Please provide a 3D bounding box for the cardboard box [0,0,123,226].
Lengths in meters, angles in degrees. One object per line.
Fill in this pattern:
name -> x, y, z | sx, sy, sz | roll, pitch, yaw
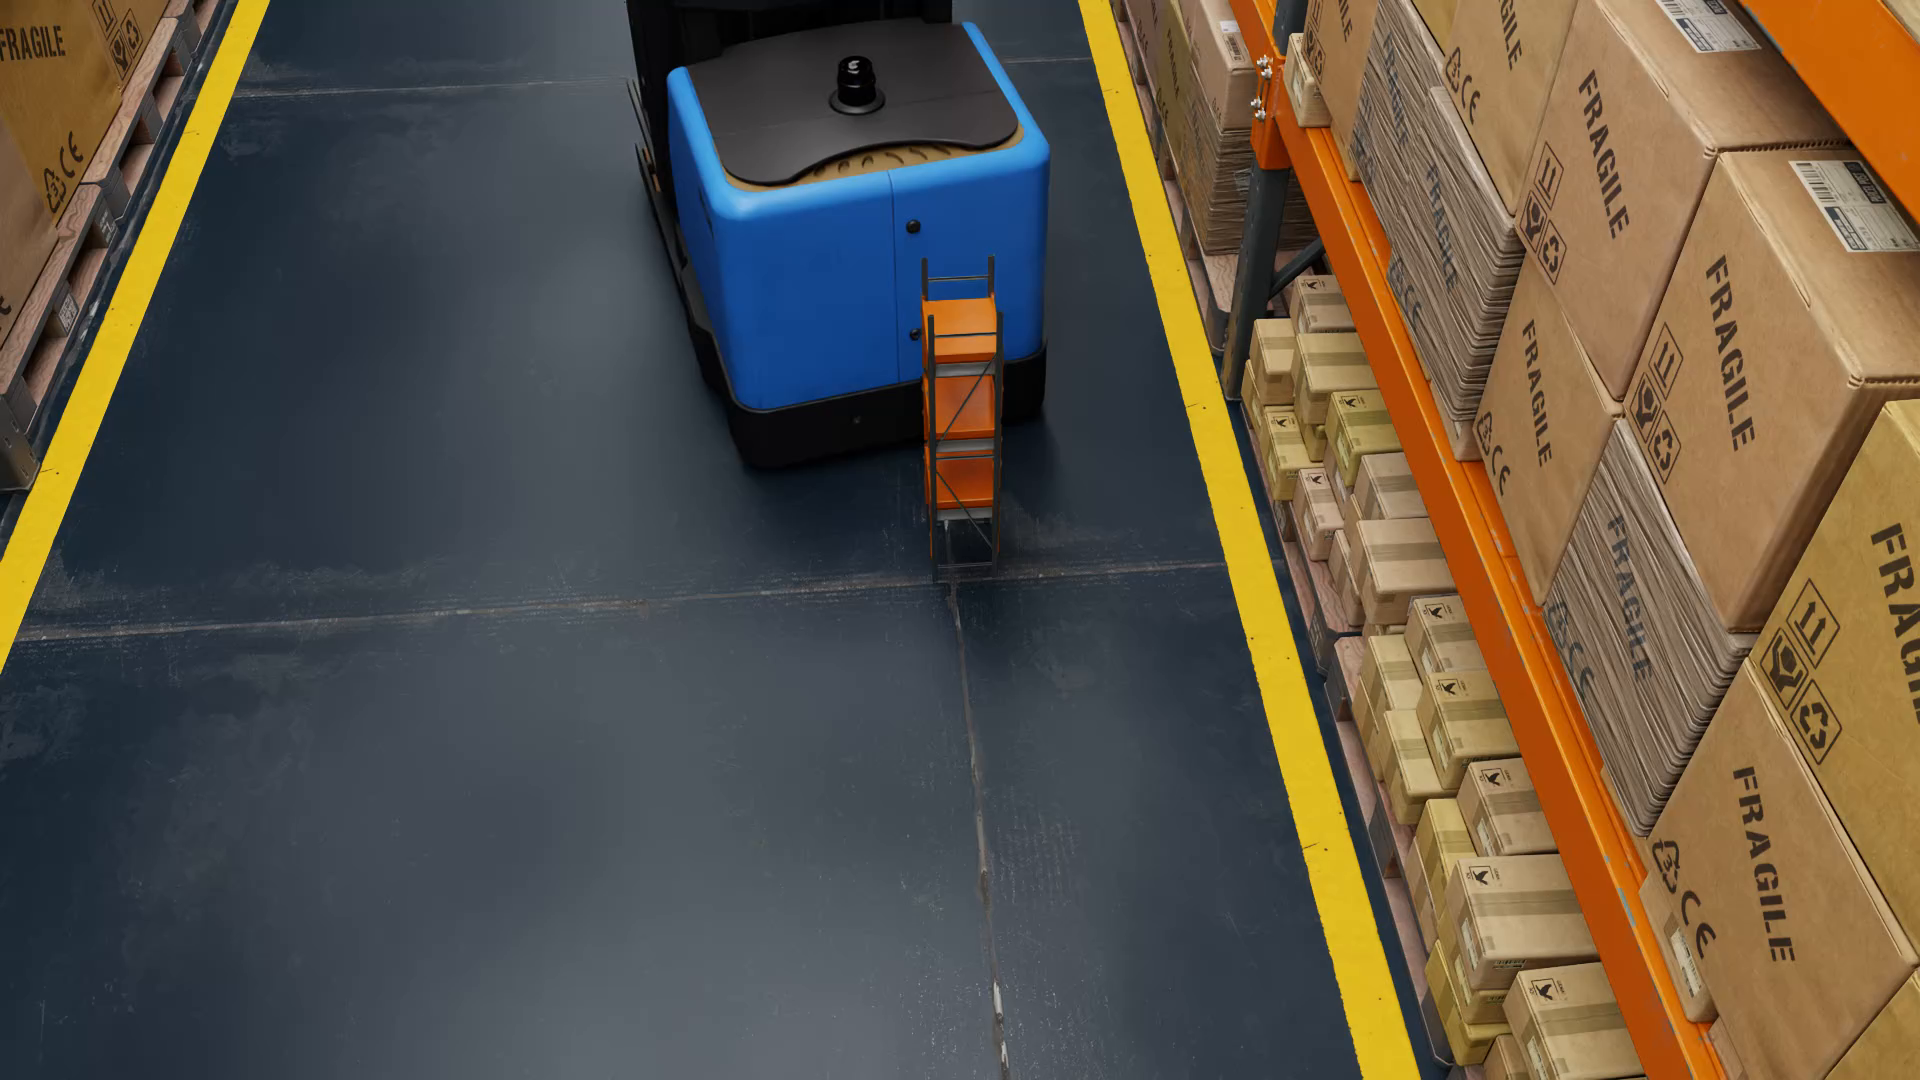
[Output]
cardboard box -> -3.734, -1.711, 5.979 | 0.875, 0.875, 0.875 | -2, 47, -2

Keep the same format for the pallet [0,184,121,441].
pallet -> -3.658, -0.796, 5.858 | 1.003, 0.211, 1.213 | -3, 47, -3

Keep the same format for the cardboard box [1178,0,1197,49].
cardboard box -> 1.061, -2.014, 6.007 | 0.500, 0.250, 0.500 | -1, 47, -1

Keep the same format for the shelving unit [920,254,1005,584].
shelving unit -> 0.004, -0.322, 4.832 | 0.215, 1.050, 0.252 | -3, 47, -3

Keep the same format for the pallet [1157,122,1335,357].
pallet -> 1.339, -1.179, 6.221 | 1.003, 0.211, 1.213 | -3, 47, -3

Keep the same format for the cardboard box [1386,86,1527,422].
cardboard box -> 1.251, -0.614, 3.491 | 0.500, 0.500, 0.500 | -4, 47, -4

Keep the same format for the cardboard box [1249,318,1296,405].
cardboard box -> 1.117, -0.559, 5.183 | 0.380, 0.149, 0.250 | -2, 47, -1

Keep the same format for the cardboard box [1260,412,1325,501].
cardboard box -> 1.138, -0.263, 5.108 | 0.380, 0.149, 0.250 | -2, 47, -2

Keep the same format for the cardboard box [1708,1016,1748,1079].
cardboard box -> 1.412, 0.824, 2.576 | 0.380, 0.149, 0.250 | -4, 47, -4

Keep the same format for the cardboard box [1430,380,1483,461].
cardboard box -> 1.262, -0.314, 3.654 | 0.380, 0.149, 0.250 | -2, 47, -2

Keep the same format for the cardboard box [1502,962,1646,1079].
cardboard box -> 1.373, 1.027, 3.476 | 0.380, 0.149, 0.250 | -5, 47, -5

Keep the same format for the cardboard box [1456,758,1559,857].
cardboard box -> 1.383, 0.638, 3.844 | 0.380, 0.149, 0.250 | -5, 47, -5

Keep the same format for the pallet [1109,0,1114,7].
pallet -> 1.135, -2.944, 7.893 | 1.003, 0.211, 1.213 | -3, 47, -3

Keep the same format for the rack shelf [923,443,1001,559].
rack shelf -> 0.004, -0.124, 5.042 | 0.215, 0.259, 0.240 | -3, 47, -3

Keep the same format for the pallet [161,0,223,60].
pallet -> -3.863, -2.561, 7.530 | 1.003, 0.211, 1.213 | -3, 47, -3

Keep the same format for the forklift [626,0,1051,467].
forklift -> -0.636, -2.336, 5.444 | 1.130, 2.935, 3.031 | -13, 48, -12

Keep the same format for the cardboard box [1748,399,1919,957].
cardboard box -> 1.412, 0.156, 2.074 | 0.500, 0.500, 0.500 | -5, 47, -5

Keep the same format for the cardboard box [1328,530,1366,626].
cardboard box -> 1.282, 0.094, 4.769 | 0.380, 0.149, 0.250 | -4, 47, -4

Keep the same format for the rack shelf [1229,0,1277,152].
rack shelf -> 1.238, -2.774, 6.307 | 1.077, 0.370, 4.000 | -3, 47, -3

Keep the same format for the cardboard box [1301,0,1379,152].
cardboard box -> 1.196, -1.338, 4.177 | 0.500, 0.500, 0.500 | -4, 47, -4

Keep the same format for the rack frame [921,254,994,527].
rack frame -> -0.006, -0.411, 4.916 | 0.200, 1.050, 0.008 | -3, 47, -3

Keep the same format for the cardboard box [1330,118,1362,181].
cardboard box -> 1.199, -1.081, 4.381 | 0.380, 0.149, 0.250 | -2, 47, -2

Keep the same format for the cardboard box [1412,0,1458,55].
cardboard box -> 1.259, -1.340, 3.491 | 0.500, 0.500, 0.500 | -5, 47, -4

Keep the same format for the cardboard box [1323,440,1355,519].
cardboard box -> 1.284, -0.208, 4.850 | 0.380, 0.149, 0.250 | -4, 47, -4

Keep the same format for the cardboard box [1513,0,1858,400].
cardboard box -> 1.312, -0.602, 2.792 | 0.500, 0.500, 0.500 | -5, 47, -5

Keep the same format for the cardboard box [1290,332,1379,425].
cardboard box -> 1.192, -0.479, 4.902 | 0.380, 0.149, 0.250 | -1, 47, -1

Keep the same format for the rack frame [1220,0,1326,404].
rack frame -> 1.405, -1.575, 4.675 | 1.000, 3.000, 0.127 | -3, 47, -3

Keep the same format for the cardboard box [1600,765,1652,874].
cardboard box -> 1.375, 0.449, 2.932 | 0.380, 0.149, 0.250 | -5, 47, -5

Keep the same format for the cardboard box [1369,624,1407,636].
cardboard box -> 1.303, 0.188, 4.475 | 0.380, 0.149, 0.250 | -2, 47, -1

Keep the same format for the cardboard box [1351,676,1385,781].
cardboard box -> 1.265, 0.480, 4.403 | 0.380, 0.149, 0.250 | -5, 47, -4

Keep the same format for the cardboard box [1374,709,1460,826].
cardboard box -> 1.257, 0.554, 4.128 | 0.380, 0.149, 0.250 | -3, 47, -3

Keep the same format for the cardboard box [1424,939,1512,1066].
cardboard box -> 1.312, 1.052, 3.862 | 0.380, 0.149, 0.250 | -5, 47, -5

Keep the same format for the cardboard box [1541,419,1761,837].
cardboard box -> 1.356, 0.134, 2.783 | 0.500, 0.500, 0.500 | -3, 47, -3

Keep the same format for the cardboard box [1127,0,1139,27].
cardboard box -> 0.969, -2.492, 6.976 | 0.500, 0.500, 0.500 | -5, 47, -4

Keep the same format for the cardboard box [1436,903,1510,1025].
cardboard box -> 1.310, 0.939, 3.765 | 0.380, 0.149, 0.250 | -3, 47, -3

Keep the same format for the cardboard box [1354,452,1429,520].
cardboard box -> 1.307, -0.111, 4.554 | 0.380, 0.149, 0.250 | -5, 47, -4

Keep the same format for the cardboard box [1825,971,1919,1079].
cardboard box -> 1.446, 0.873, 2.083 | 0.500, 0.500, 0.500 | -3, 47, -2

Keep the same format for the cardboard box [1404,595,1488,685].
cardboard box -> 1.352, 0.270, 4.193 | 0.380, 0.149, 0.250 | -5, 47, -5

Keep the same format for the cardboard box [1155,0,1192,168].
cardboard box -> 1.050, -1.751, 6.275 | 0.500, 0.500, 0.500 | -4, 47, -4

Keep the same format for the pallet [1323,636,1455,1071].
pallet -> 1.602, 0.753, 4.392 | 1.003, 0.211, 1.213 | -3, 47, -3
